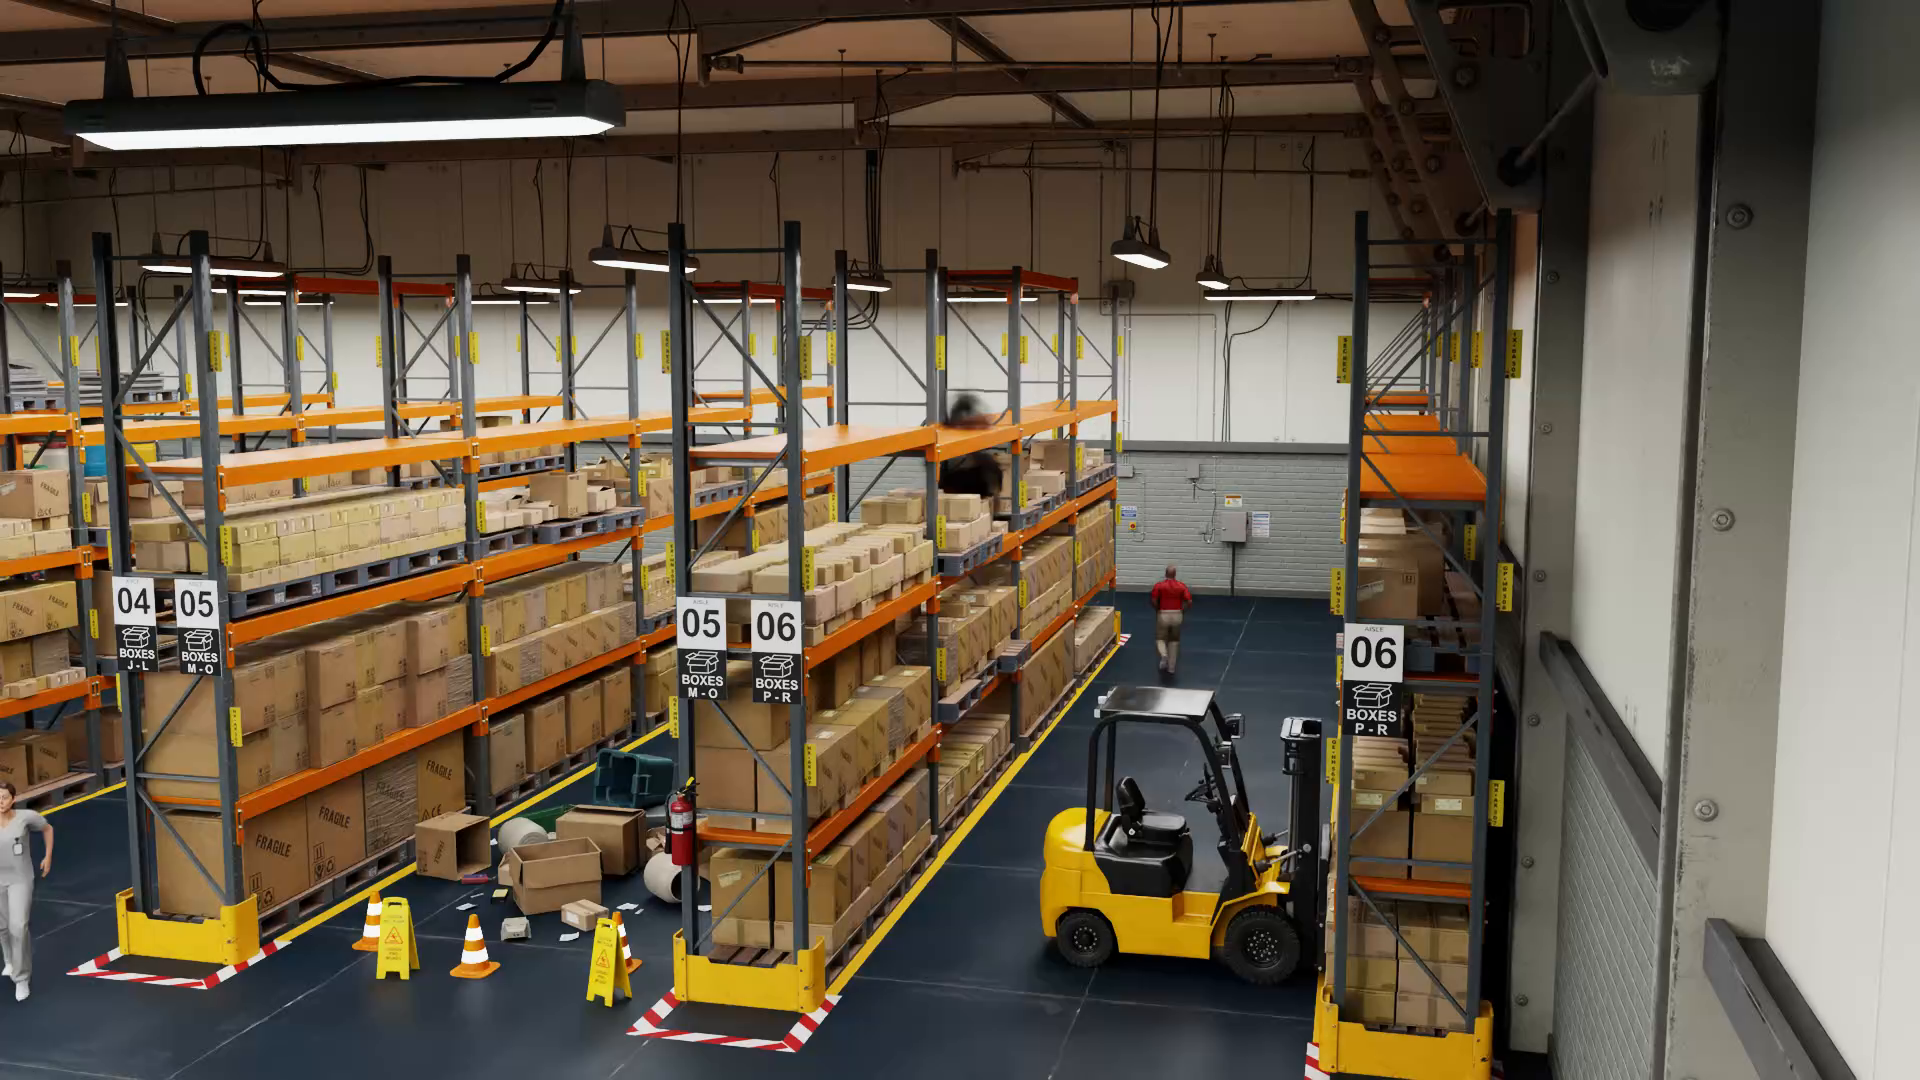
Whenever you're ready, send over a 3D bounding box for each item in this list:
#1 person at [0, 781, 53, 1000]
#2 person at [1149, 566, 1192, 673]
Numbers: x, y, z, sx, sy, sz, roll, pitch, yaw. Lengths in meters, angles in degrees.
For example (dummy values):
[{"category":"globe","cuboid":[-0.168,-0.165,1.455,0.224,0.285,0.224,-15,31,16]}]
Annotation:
[{"category":"person","cuboid":[-7.521,2.751,13.193,0.580,1.741,0.748,-2,7,-19]},{"category":"person","cuboid":[3.227,1.222,25.543,0.661,1.672,0.629,0,7,0]}]
